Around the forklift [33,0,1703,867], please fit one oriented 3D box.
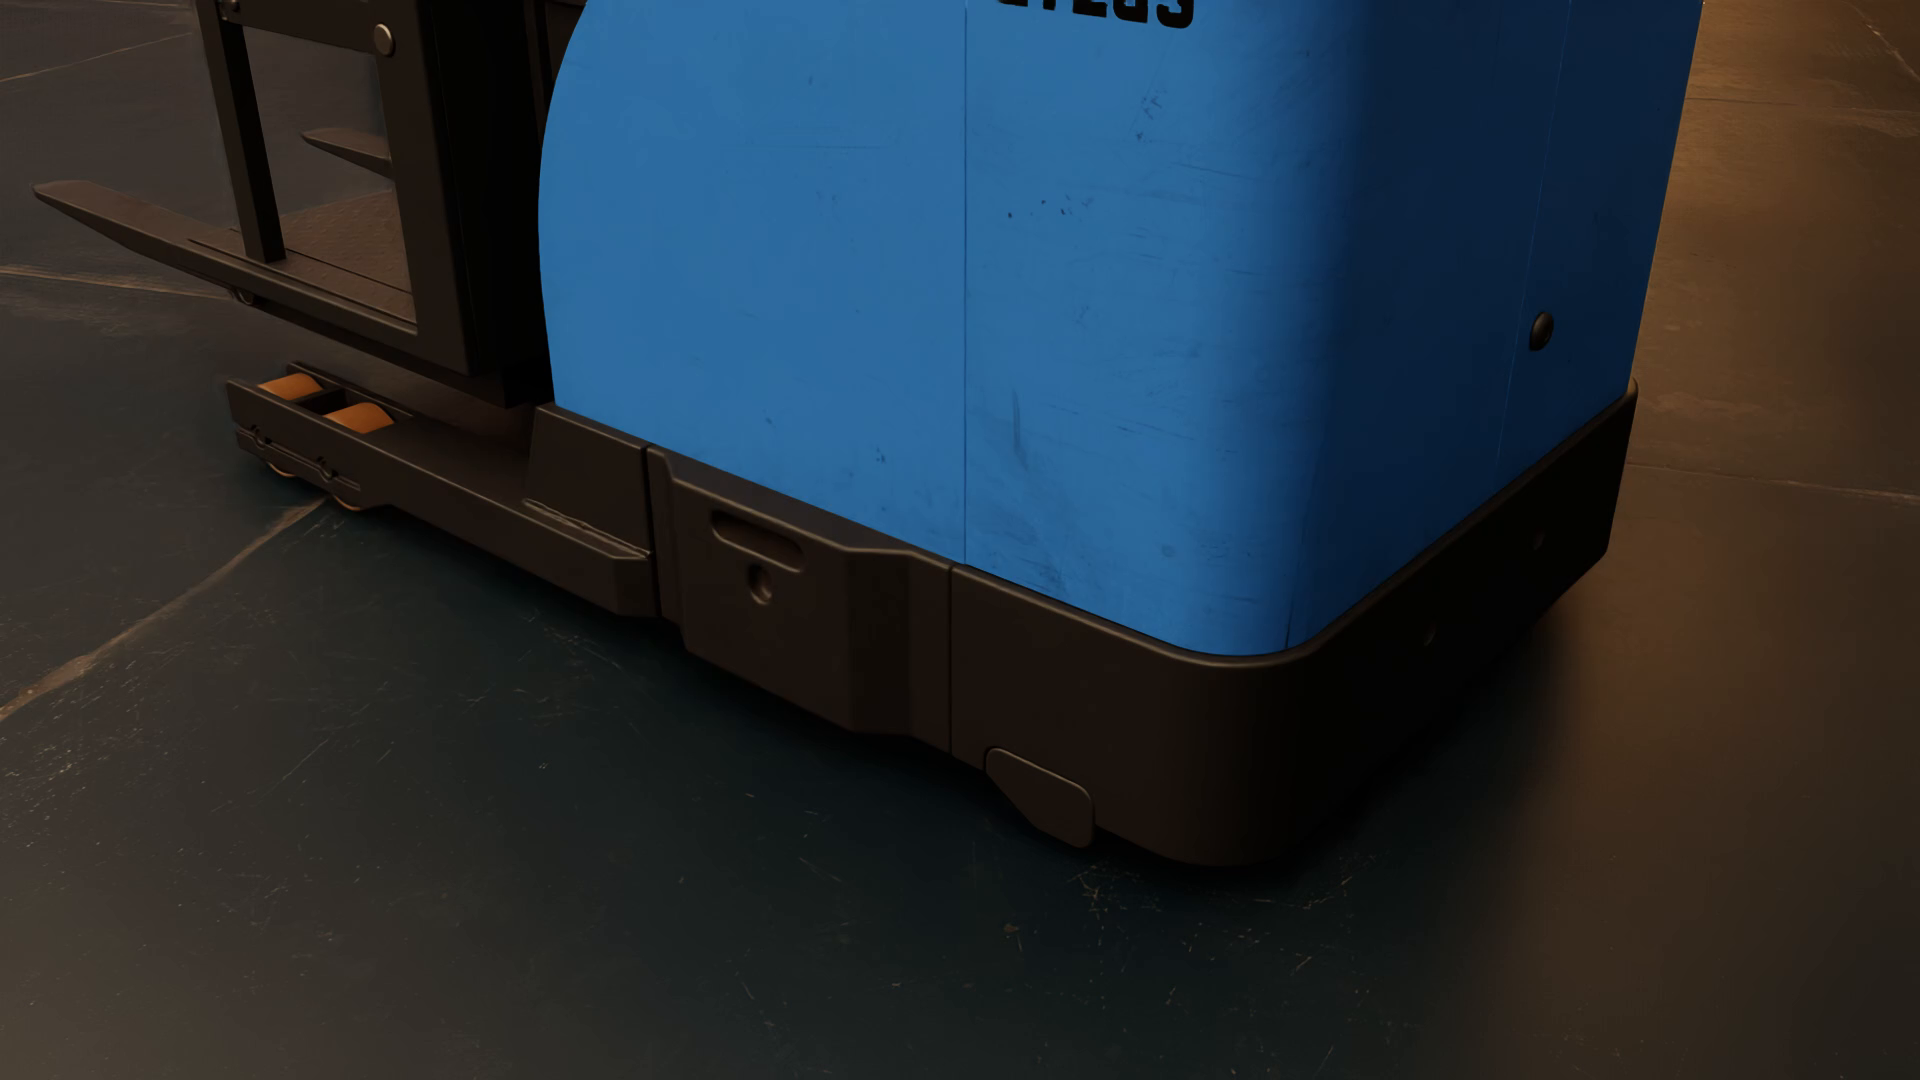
[{"bbox_3d":[-0.545,-1.513,2.240,3.031,2.935,1.130,21,34,35],"label":"forklift"}]
